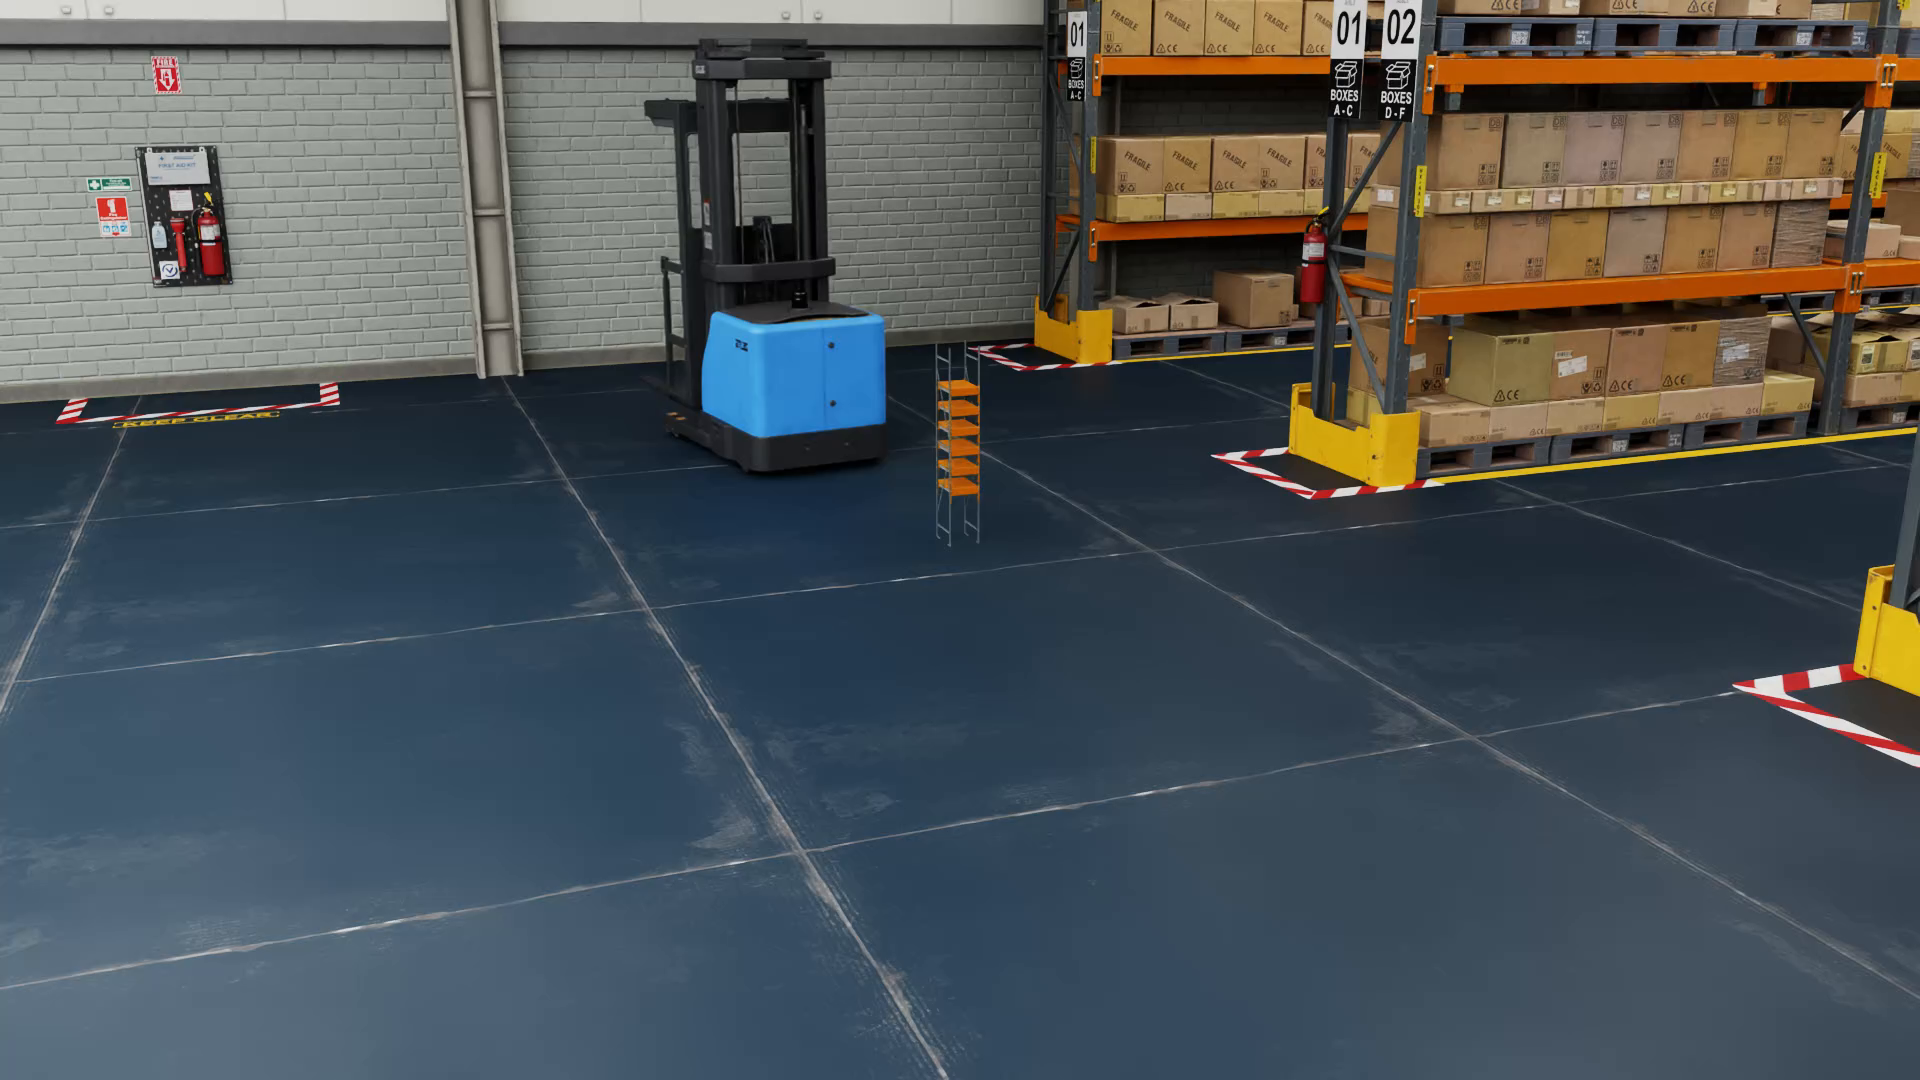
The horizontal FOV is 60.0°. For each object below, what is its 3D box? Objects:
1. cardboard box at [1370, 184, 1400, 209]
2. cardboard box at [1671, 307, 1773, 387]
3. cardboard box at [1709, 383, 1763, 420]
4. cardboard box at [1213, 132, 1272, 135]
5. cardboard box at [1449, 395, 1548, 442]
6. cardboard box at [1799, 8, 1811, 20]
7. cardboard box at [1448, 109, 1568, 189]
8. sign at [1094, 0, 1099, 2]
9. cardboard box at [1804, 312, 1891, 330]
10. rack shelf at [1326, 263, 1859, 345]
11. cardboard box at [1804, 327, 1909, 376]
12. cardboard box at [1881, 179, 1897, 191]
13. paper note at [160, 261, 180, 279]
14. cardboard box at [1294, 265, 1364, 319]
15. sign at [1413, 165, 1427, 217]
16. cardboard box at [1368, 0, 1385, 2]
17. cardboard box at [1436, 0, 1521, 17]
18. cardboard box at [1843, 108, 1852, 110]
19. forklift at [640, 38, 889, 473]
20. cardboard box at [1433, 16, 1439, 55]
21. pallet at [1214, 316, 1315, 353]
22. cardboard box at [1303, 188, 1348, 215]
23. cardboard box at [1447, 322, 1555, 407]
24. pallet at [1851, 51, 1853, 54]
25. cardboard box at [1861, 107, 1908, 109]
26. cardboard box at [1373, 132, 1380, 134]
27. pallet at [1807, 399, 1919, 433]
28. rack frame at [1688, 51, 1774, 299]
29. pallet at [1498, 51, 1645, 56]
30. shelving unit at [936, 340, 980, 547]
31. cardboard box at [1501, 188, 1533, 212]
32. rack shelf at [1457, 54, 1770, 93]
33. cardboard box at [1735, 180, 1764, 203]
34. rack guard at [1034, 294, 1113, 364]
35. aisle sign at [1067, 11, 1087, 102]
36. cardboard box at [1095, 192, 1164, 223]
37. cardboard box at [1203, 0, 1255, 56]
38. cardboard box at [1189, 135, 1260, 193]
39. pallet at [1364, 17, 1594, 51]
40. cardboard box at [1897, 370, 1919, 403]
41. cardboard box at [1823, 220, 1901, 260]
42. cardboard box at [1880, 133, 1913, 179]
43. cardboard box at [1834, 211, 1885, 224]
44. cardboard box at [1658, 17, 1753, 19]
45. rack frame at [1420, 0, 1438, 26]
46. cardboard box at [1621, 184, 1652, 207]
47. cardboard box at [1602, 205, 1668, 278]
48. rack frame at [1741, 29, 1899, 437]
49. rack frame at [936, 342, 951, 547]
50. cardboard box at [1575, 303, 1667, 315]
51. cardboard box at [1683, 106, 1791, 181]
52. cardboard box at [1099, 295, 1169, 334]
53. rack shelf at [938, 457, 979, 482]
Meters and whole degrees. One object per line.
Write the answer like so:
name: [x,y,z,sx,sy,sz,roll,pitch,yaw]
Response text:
cardboard box: [3.096,-2.415,11.671,0.250,0.149,0.380,-6,18,-21]
cardboard box: [5.716,-1.461,12.554,0.500,0.500,0.500,-6,17,-20]
cardboard box: [5.717,-1.101,12.658,0.500,0.250,0.500,-6,17,-20]
cardboard box: [2.820,-3.824,16.695,0.500,0.500,0.500,-6,17,-19]
cardboard box: [3.853,-0.897,11.962,0.500,0.250,0.500,-6,17,-20]
cardboard box: [8.925,-5.838,18.374,0.500,0.500,0.700,-8,18,-24]
cardboard box: [3.786,-2.741,11.630,0.500,0.500,0.700,-7,18,-22]
sign: [1.225,-4.986,14.880,0.005,0.325,0.100,-6,17,-20]
cardboard box: [7.301,-1.692,13.677,0.500,0.311,0.500,-6,17,-19]
rack shelf: [4.674,-1.824,12.262,4.000,0.370,1.077,-6,17,-20]
cardboard box: [7.017,-1.498,13.016,0.500,0.311,0.500,-6,17,-20]
cardboard box: [10.568,-4.120,19.216,0.250,0.149,0.380,-6,17,-18]
paper note: [-6.739,-2.302,14.178,0.142,0.148,0.016,-6,17,-20]
cardboard box: [3.811,-2.570,17.183,0.500,0.500,0.500,-8,18,-24]
sign: [3.000,-2.274,10.842,0.005,0.325,0.100,-6,17,-20]
cardboard box: [3.884,-5.470,16.091,0.500,0.500,0.500,-5,17,-17]
cardboard box: [3.345,-3.782,11.152,0.637,0.503,0.797,-5,17,-16]
cardboard box: [10.272,-4.905,19.405,0.500,0.250,0.500,-7,18,-21]
forklift: [-1.667,-2.240,12.526,1.130,2.935,3.031,-9,19,-28]
cardboard box: [4.381,-5.054,16.449,0.500,0.500,0.500,-6,17,-19]
pallet: [3.010,-2.135,16.993,1.213,0.211,1.003,-6,17,-20]
cardboard box: [3.500,-3.381,16.519,0.500,0.250,0.500,-6,17,-20]
cardboard box: [3.853,-1.256,11.855,0.500,0.500,0.500,-6,17,-20]
pallet: [10.127,-5.618,18.917,1.213,0.211,1.003,-5,17,-18]
cardboard box: [10.761,-4.956,19.580,0.500,0.250,0.500,-7,18,-22]
cardboard box: [4.435,-3.842,16.758,0.500,0.500,0.500,-6,17,-20]
pallet: [7.216,-1.117,13.529,1.213,0.211,1.003,-6,17,-20]
rack frame: [8.501,-4.077,18.658,0.127,3.000,1.000,-6,17,-20]
pallet: [6.348,-5.162,17.364,1.003,0.211,1.213,-6,17,-20]
shelving unit: [-0.014,-0.574,9.924,0.189,1.200,0.258,-6,17,-20]
cardboard box: [3.729,-2.362,11.488,0.250,0.149,0.380,-6,17,-20]
rack shelf: [6.634,-4.969,17.650,4.000,0.370,1.077,-6,17,-20]
cardboard box: [5.645,-2.568,12.191,0.250,0.149,0.380,-6,17,-20]
rack guard: [1.102,-2.079,16.290,0.348,0.500,1.175,-6,17,-20]
aisle sign: [1.071,-4.432,15.252,0.004,0.787,0.394,-6,17,-20]
cardboard box: [1.600,-3.174,15.813,0.500,0.250,0.500,-7,18,-22]
cardboard box: [2.430,-4.833,15.697,0.500,0.500,0.500,-5,17,-18]
cardboard box: [2.534,-3.635,16.051,0.500,0.500,0.500,-7,18,-22]
pallet: [3.476,-3.429,11.284,1.213,0.211,1.003,-6,17,-20]
cardboard box: [7.485,-1.280,13.267,0.500,0.250,0.500,-6,17,-19]
cardboard box: [6.986,-2.360,13.077,0.500,0.250,0.500,-5,17,-17]
cardboard box: [10.486,-4.414,19.063,0.500,0.500,0.500,-6,17,-19]
cardboard box: [10.847,-3.460,19.628,0.750,0.750,0.750,-6,17,-18]
cardboard box: [5.473,-4.000,12.237,0.500,0.311,0.500,-7,18,-23]
rack frame: [2.807,-4.846,10.629,0.127,3.000,1.000,-6,17,-20]
cardboard box: [4.686,-2.464,11.838,0.250,0.149,0.380,-6,17,-20]
cardboard box: [4.692,-2.216,12.143,0.500,0.500,0.700,-6,17,-18]
rack frame: [6.542,-2.371,12.848,0.127,3.000,1.000,-6,17,-20]
rack frame: [-0.099,-0.565,9.893,0.006,1.200,0.240,-6,17,-20]
cardboard box: [5.063,-1.548,12.848,0.500,0.500,0.500,-6,17,-20]
cardboard box: [5.659,-2.944,12.318,0.500,0.500,0.700,-6,17,-20]
cardboard box: [1.709,-2.238,16.385,0.500,0.311,0.500,-8,18,-26]
rack shelf: [-0.014,-0.416,9.971,0.180,0.103,0.258,-6,17,-20]
